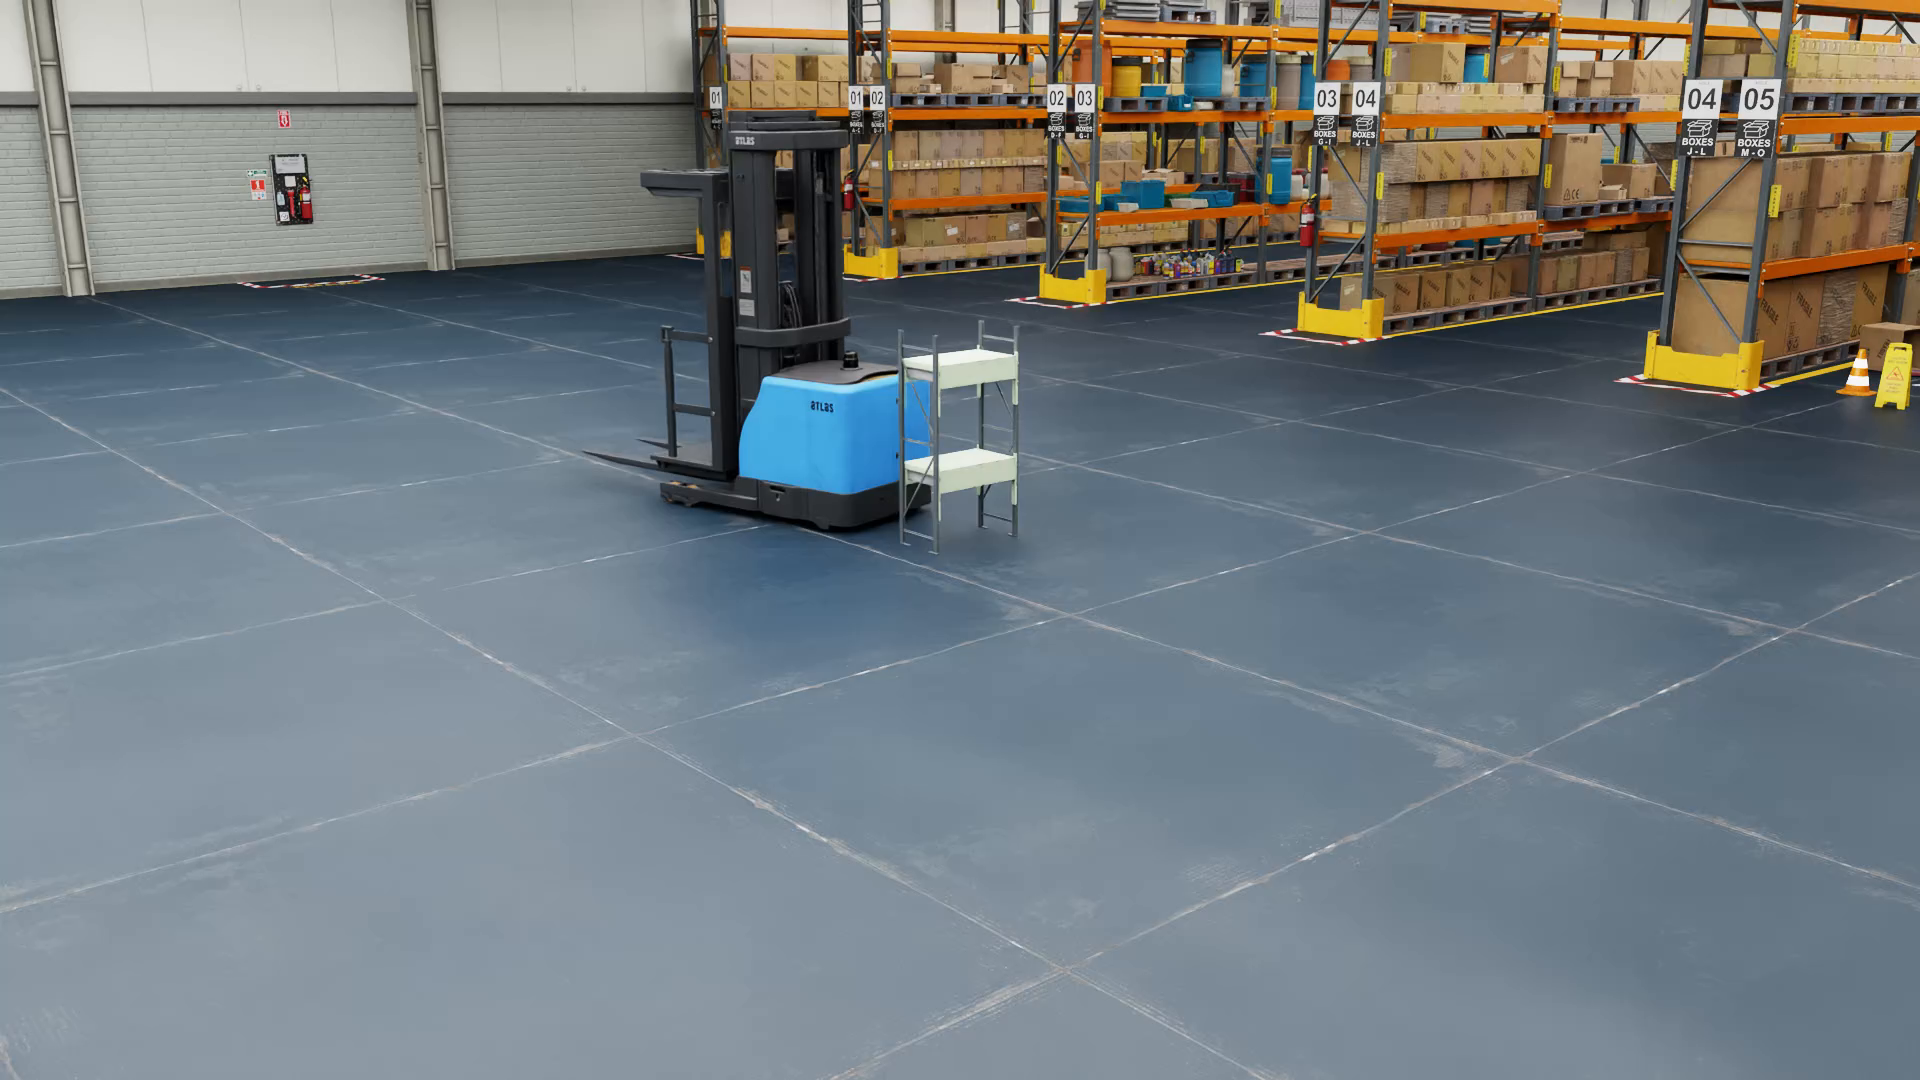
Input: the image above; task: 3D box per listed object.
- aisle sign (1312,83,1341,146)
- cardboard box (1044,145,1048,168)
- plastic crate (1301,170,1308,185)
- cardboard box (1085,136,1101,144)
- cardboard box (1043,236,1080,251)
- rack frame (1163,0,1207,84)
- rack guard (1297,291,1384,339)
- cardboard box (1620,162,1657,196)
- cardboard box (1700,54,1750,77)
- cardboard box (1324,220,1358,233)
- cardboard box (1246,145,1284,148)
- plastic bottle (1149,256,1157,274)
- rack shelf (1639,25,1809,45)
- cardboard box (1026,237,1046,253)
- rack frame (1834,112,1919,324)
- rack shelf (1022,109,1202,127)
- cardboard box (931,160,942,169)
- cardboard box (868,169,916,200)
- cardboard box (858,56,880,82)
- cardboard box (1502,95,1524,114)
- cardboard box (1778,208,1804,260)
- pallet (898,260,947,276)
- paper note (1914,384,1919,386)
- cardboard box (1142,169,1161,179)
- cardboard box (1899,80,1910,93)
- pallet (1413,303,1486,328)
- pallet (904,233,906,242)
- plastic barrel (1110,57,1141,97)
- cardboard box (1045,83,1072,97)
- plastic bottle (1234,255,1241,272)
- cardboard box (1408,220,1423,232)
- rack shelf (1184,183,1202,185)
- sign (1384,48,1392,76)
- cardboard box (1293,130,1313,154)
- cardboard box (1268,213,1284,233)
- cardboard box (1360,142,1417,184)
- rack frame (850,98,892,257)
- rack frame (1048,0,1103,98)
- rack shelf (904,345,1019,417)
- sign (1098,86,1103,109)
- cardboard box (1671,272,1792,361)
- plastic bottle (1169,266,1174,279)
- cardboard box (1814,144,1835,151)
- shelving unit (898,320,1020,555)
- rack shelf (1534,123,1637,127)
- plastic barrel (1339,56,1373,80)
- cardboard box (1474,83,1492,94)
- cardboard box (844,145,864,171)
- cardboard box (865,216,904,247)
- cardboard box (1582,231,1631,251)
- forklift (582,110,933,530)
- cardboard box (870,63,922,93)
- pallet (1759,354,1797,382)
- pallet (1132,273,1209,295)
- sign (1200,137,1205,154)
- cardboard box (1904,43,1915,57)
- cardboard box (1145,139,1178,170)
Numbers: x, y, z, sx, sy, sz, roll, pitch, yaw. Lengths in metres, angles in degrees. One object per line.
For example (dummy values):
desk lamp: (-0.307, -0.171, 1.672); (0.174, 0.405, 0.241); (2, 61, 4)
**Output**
aisle sign: (4.710, -5.473, 21.388); (0.004, 0.787, 0.394); (-13, 19, -39)
cardboard box: (1.768, -8.651, 37.516); (0.500, 0.500, 0.500); (-12, 19, -38)
plastic crate: (6.317, -6.305, 29.418); (0.583, 0.464, 0.402); (-13, 19, -39)
cardboard box: (2.906, -9.272, 38.388); (0.500, 0.250, 0.500); (-13, 20, -40)
cardboard box: (1.938, -5.670, 31.680); (0.500, 0.250, 0.500); (-13, 20, -41)
rack frame: (4.488, -10.352, 33.066); (0.127, 3.000, 1.000); (-13, 19, -39)
rack guard: (5.011, -2.974, 21.915); (0.348, 0.500, 1.175); (-13, 19, -39)
cardboard box: (10.607, -5.676, 26.180); (0.500, 0.500, 0.500); (13, 20, 40)
cardboard box: (8.319, -5.095, 17.906); (0.500, 0.250, 0.500); (-12, 19, -39)
cardboard box: (5.033, -4.136, 21.908); (0.250, 0.149, 0.380); (-13, 19, -39)
cardboard box: (6.524, -8.217, 35.691); (0.500, 0.500, 0.700); (-9, 17, -31)
plastic bottle: (3.112, -4.487, 27.161); (0.135, 0.276, 0.152); (-13, 20, -41)
rack shelf: (12.497, -8.220, 27.257); (4.000, 0.370, 1.077); (-13, 19, -39)
cardboard box: (1.264, -5.529, 31.151); (0.500, 0.250, 0.500); (-13, 19, -39)
rack frame: (11.150, -3.864, 20.402); (0.127, 3.000, 1.000); (-13, 19, -39)
rack shelf: (2.979, -8.216, 32.278); (4.000, 0.370, 1.077); (-13, 19, -39)
cardboard box: (-0.531, -6.614, 29.247); (0.250, 0.149, 0.380); (-13, 20, -40)
cardboard box: (-1.186, -6.223, 29.041); (0.500, 0.500, 0.700); (-13, 19, -39)
cardboard box: (-1.984, -9.592, 33.865); (0.500, 0.500, 0.500); (14, 20, 42)
cardboard box: (7.397, -6.009, 22.911); (0.500, 0.250, 0.500); (-12, 19, -38)
cardboard box: (8.784, -3.428, 18.479); (0.550, 0.550, 0.875); (-13, 19, -39)
pallet: (-0.997, -4.889, 29.642); (1.213, 0.211, 1.003); (-13, 19, -39)
paper note: (10.399, -1.679, 17.980); (0.142, 0.017, 0.144); (-6, 16, -20)
cardboard box: (3.686, -7.296, 33.426); (0.500, 0.311, 0.500); (-13, 20, -40)
cardboard box: (10.702, -5.232, 19.192); (0.250, 0.149, 0.380); (-12, 19, -39)
pallet: (6.567, -3.171, 23.212); (1.213, 0.211, 1.003); (-13, 19, -39)
pallet: (-1.198, -6.524, 35.766); (1.213, 0.211, 1.003); (-13, 19, -39)
plastic barrel: (2.479, -7.094, 25.504); (0.600, 0.588, 0.600); (0, 15, 0)
cardboard box: (1.942, -8.458, 31.266); (0.500, 0.250, 0.500); (-10, 18, -34)
plastic bottle: (4.573, -4.565, 27.439); (0.133, 0.283, 0.061); (-11, 19, -37)
cardboard box: (5.899, -4.174, 22.050); (0.250, 0.149, 0.380); (-13, 19, -39)
rack shelf: (5.997, -7.445, 35.202); (4.000, 0.370, 1.077); (-13, 19, -39)
sign: (5.310, -5.935, 20.649); (0.005, 0.325, 0.100); (-13, 19, -39)
cardboard box: (7.717, -8.798, 36.745); (0.500, 0.500, 0.500); (-13, 19, -39)
cardboard box: (6.565, -6.829, 35.496); (0.500, 0.500, 0.500); (-12, 19, -39)
cardboard box: (5.547, -4.884, 21.514); (0.500, 0.500, 0.500); (-13, 19, -39)
rack frame: (-1.547, -6.098, 28.767); (0.127, 3.000, 1.000); (-13, 19, -39)
rack frame: (1.702, -8.031, 24.380); (0.127, 3.000, 1.000); (-13, 19, -39)
rack shelf: (-0.005, -1.100, 11.451); (0.720, 0.370, 0.431); (-13, 19, -39)
sign: (2.060, -6.479, 24.363); (0.005, 0.325, 0.100); (-13, 19, -39)
cardboard box: (8.601, -2.490, 18.564); (0.875, 0.875, 0.875); (-13, 19, -39)
plastic bottle: (3.352, -4.258, 26.447); (0.097, 0.201, 0.097); (0, 15, 0)
cardboard box: (15.301, -6.838, 29.797); (0.500, 0.500, 0.500); (-13, 20, -41)
shelving unit: (-0.005, -0.723, 11.552); (0.755, 1.500, 0.431); (-13, 19, -39)
rack shelf: (12.263, -8.606, 33.739); (4.000, 0.370, 1.077); (-13, 19, -39)
plastic barrel: (6.975, -8.083, 29.414); (0.600, 0.901, 0.600); (0, 15, 0)
cardboard box: (6.924, -6.080, 22.406); (0.250, 0.149, 0.380); (-12, 19, -37)
cardboard box: (-2.310, -7.813, 33.986); (0.500, 0.500, 0.500); (-13, 20, -40)
cardboard box: (-1.338, -5.484, 29.528); (0.500, 0.500, 0.500); (-13, 19, -39)
cardboard box: (10.109, -4.680, 25.997); (0.500, 0.250, 0.500); (-10, 18, -33)
forklift: (-1.691, -1.768, 12.689); (3.031, 2.935, 1.130); (11, 18, 35)
cardboard box: (-1.111, -7.964, 28.656); (0.637, 0.503, 0.797); (-11, 18, -36)
pallet: (8.685, -1.990, 18.790); (1.213, 0.211, 1.003); (-13, 19, -39)
pallet: (3.265, -4.150, 26.878); (1.213, 0.211, 1.003); (-13, 19, -39)
sign: (4.855, -7.905, 33.289); (0.005, 0.325, 0.100); (-13, 19, -39)
cardboard box: (10.703, -5.619, 19.094); (0.250, 0.149, 0.380); (-13, 20, -39)
cardboard box: (4.671, -9.328, 40.279); (0.700, 0.700, 0.980); (-12, 19, -39)
